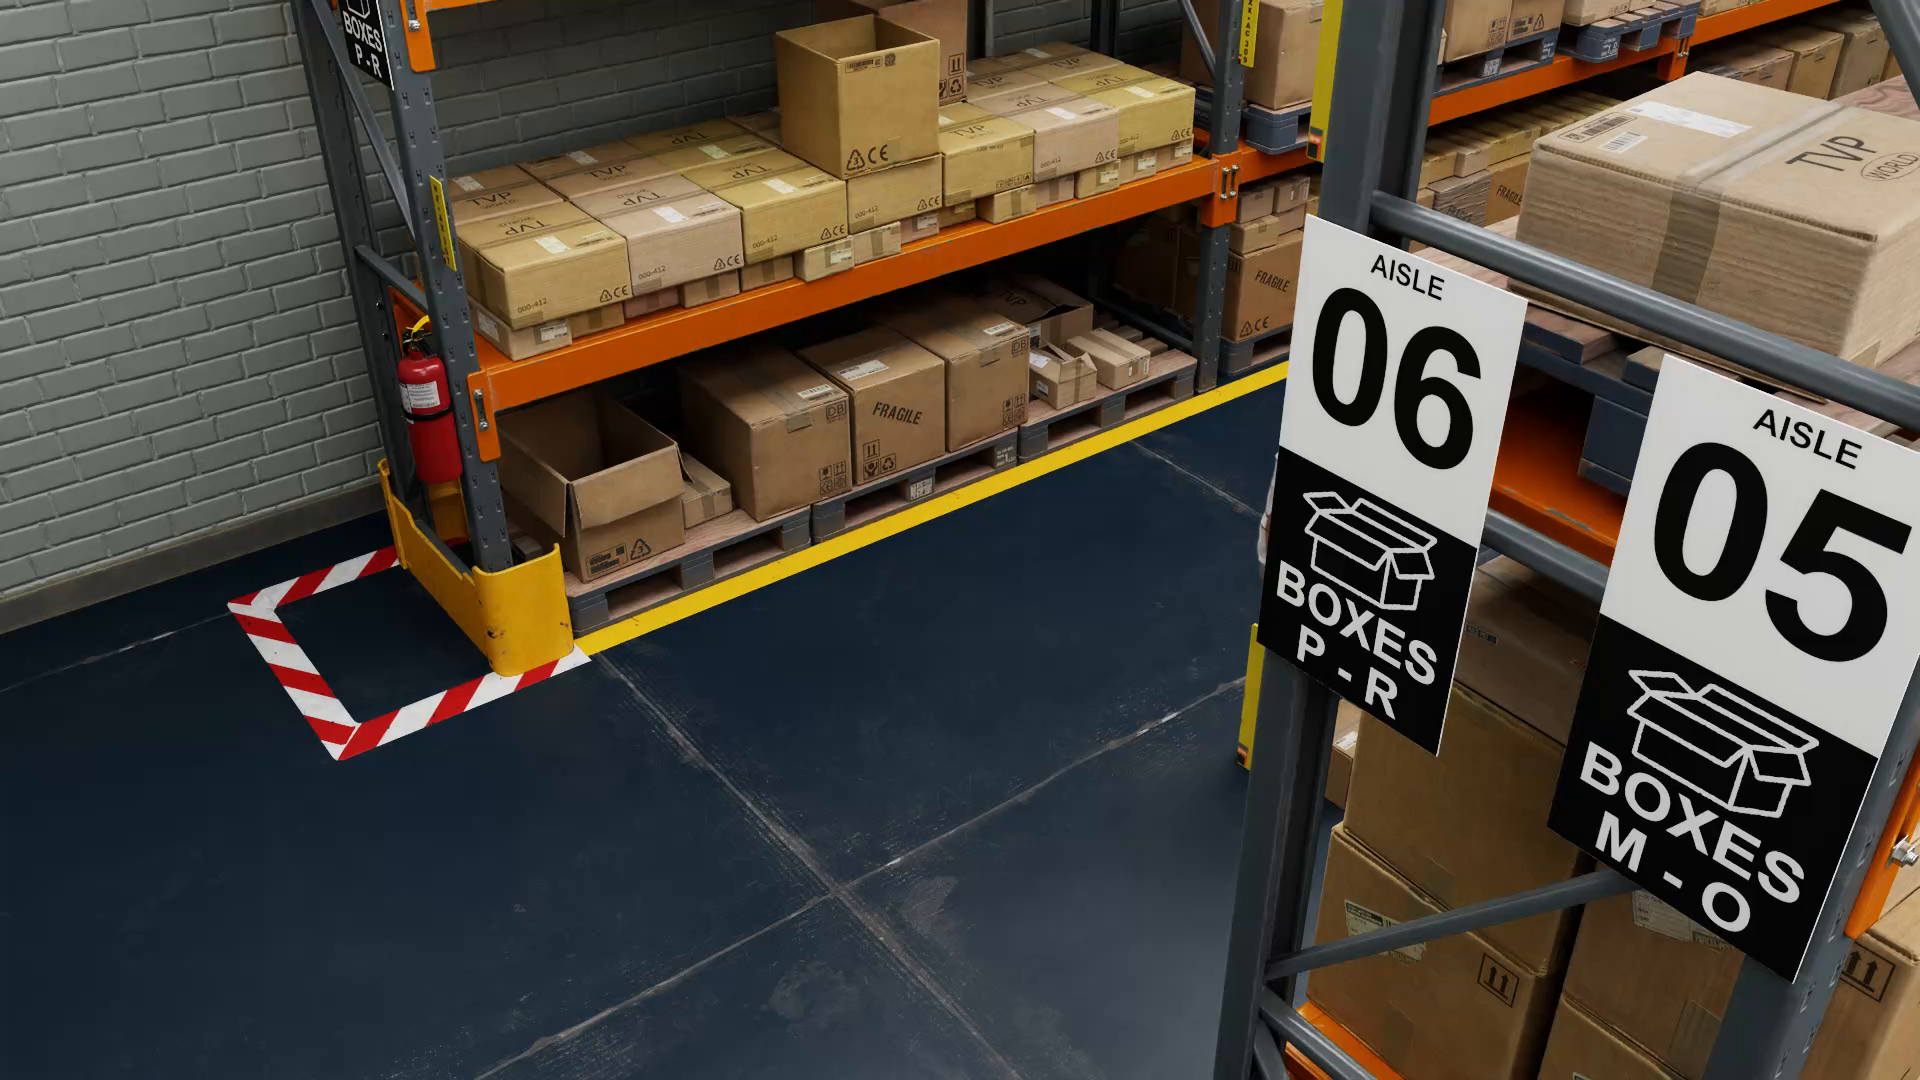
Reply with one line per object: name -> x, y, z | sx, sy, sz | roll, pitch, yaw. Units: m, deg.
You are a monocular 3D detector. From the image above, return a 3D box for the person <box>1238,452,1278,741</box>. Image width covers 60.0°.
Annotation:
person -> 1.282, 0.111, 5.962 | 0.505, 1.659, 0.415 | -22, 39, -31
